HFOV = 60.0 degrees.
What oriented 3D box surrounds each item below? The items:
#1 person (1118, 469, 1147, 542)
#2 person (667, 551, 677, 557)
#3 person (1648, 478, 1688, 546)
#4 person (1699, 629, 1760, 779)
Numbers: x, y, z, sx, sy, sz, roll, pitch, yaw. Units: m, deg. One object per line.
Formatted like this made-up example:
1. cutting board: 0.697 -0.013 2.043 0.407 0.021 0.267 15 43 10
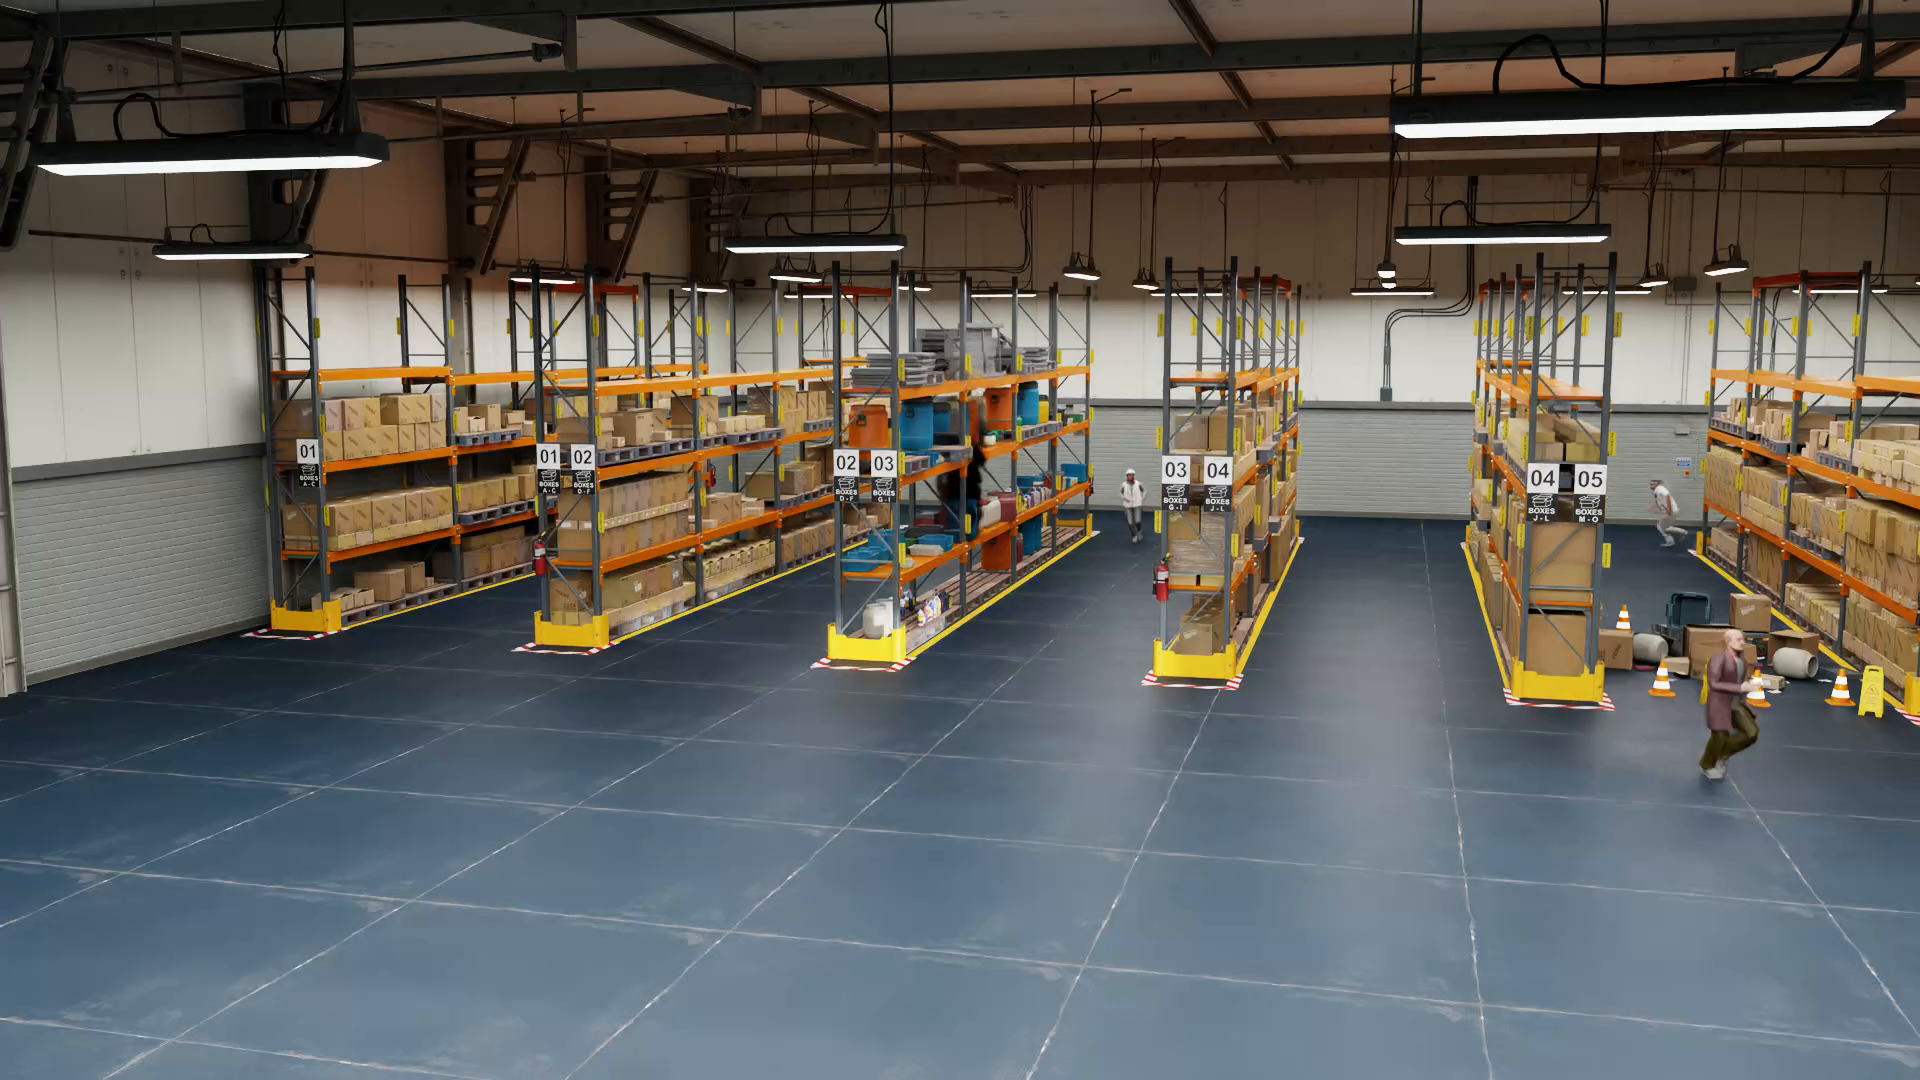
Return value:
1. person: 4.033 -0.800 38.968 0.684 1.726 0.522 1 7 8
2. person: -5.940 -0.195 33.800 0.674 1.681 0.643 2 7 13
3. person: 16.305 -0.625 38.292 0.890 1.583 0.675 3 8 22
4. person: 8.474 1.823 18.274 0.759 1.727 0.779 -4 8 -26
